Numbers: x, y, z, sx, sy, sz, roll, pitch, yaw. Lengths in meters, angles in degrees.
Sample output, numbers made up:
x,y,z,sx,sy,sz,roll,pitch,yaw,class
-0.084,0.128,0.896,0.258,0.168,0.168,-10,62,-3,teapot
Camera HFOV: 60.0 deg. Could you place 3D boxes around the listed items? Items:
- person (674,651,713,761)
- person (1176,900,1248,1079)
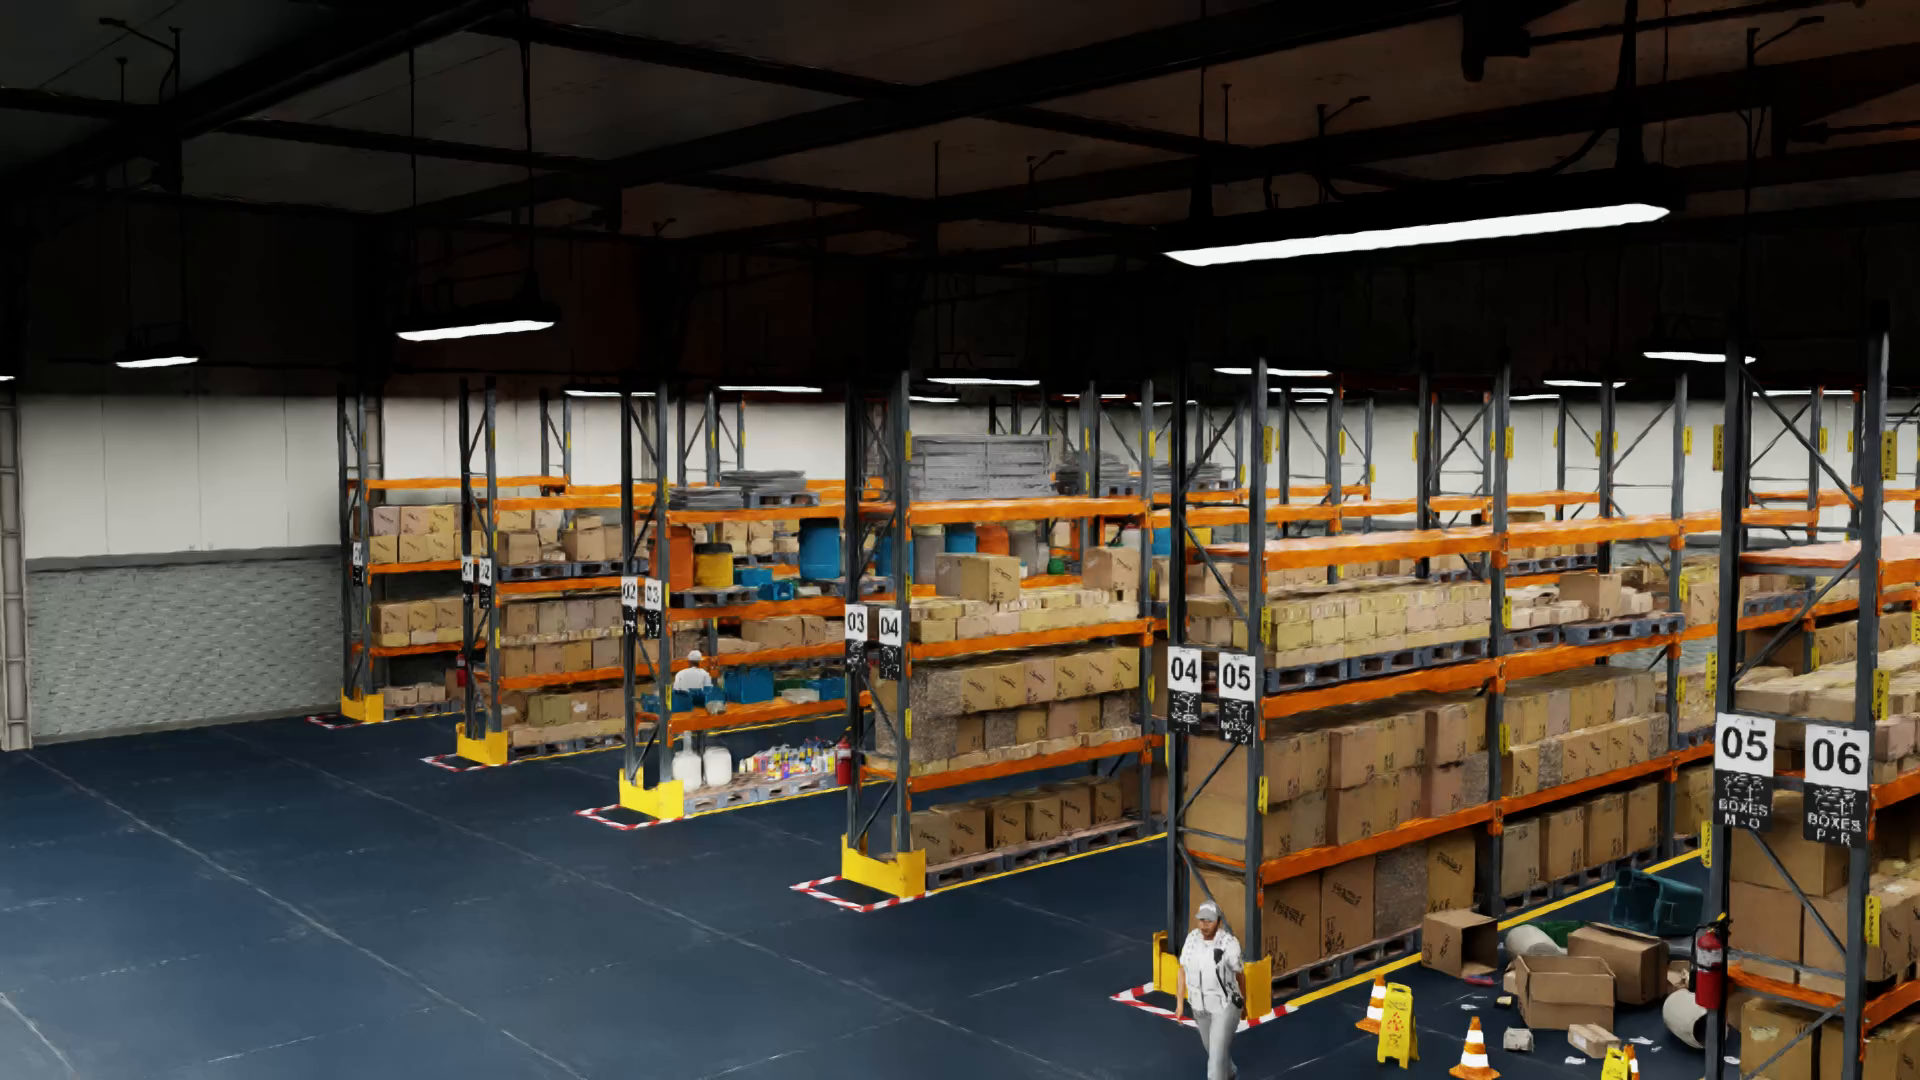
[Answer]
x,y,z,sx,sy,sz,roll,pitch,yaw,class
-4.084,2.582,25.680,0.673,1.763,0.580,-1,4,-13,person
1.910,3.522,12.642,0.490,1.598,0.999,3,5,39,person
